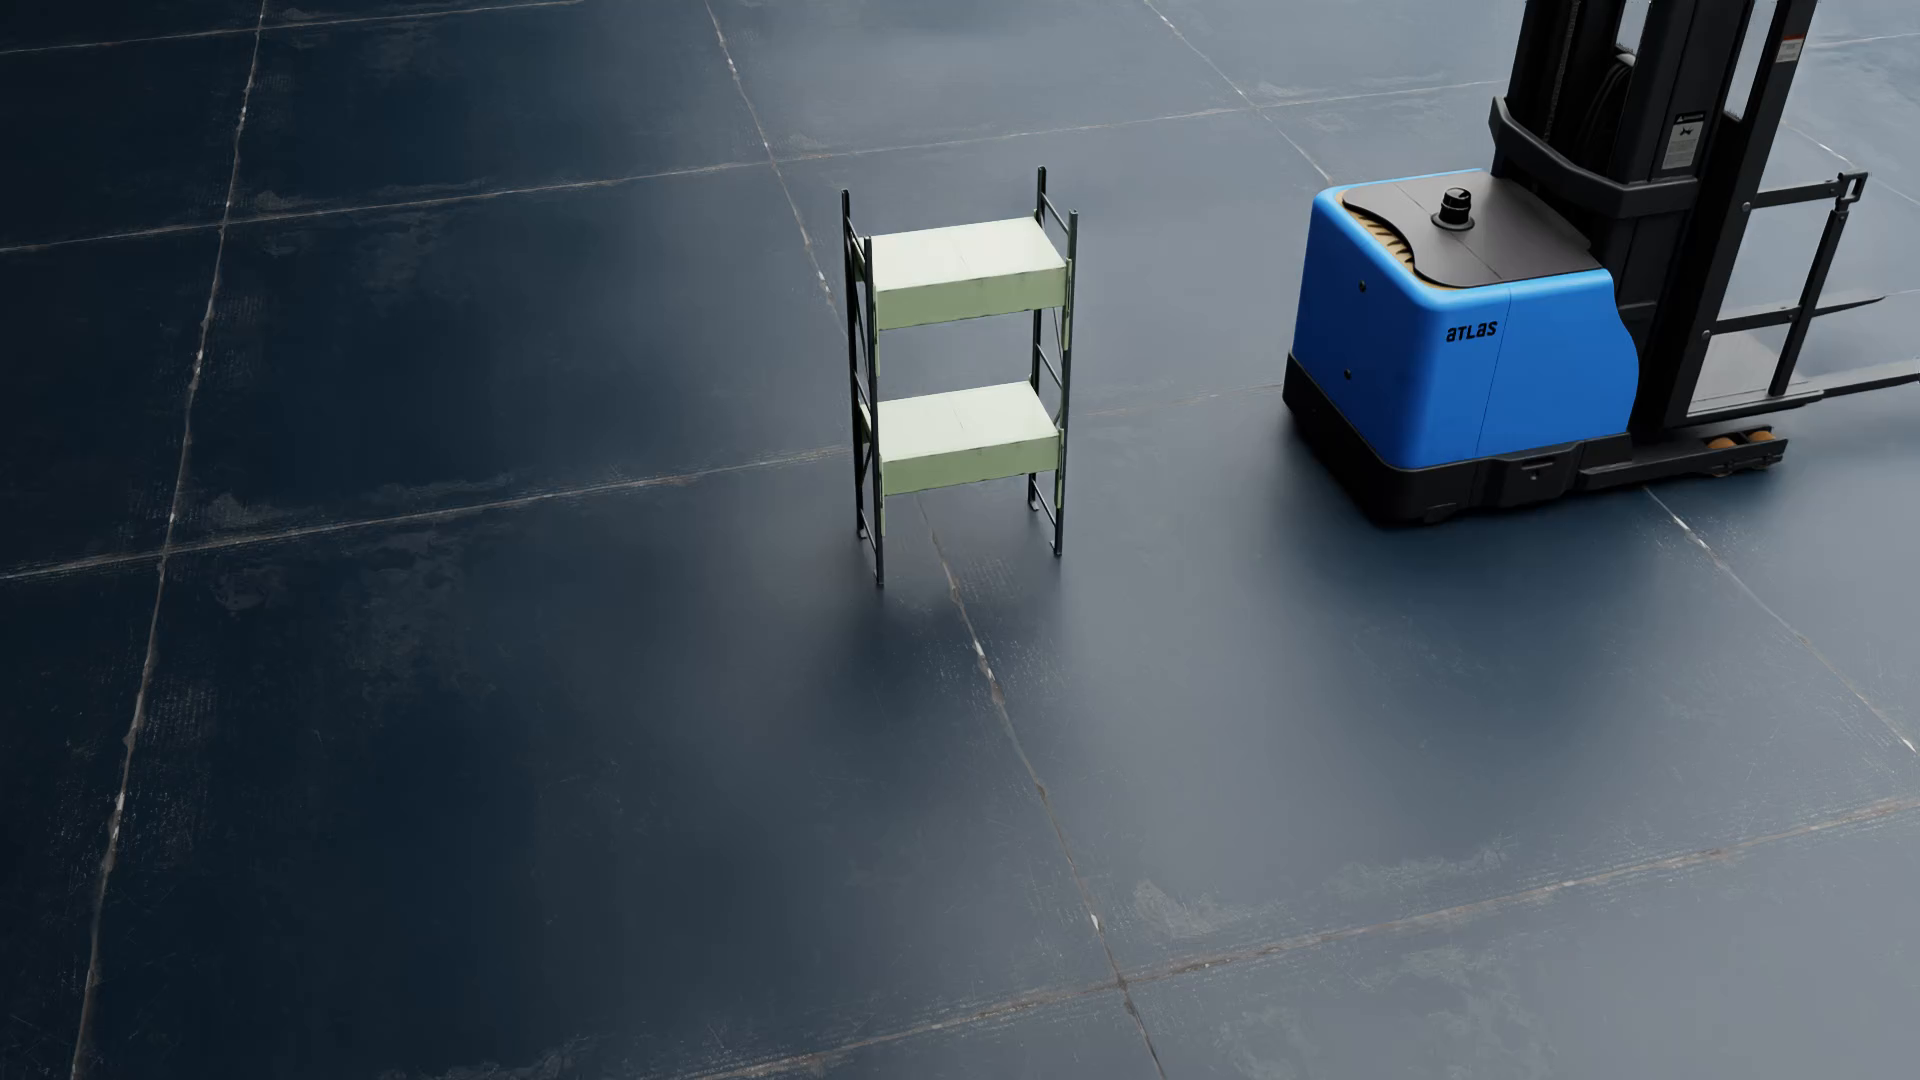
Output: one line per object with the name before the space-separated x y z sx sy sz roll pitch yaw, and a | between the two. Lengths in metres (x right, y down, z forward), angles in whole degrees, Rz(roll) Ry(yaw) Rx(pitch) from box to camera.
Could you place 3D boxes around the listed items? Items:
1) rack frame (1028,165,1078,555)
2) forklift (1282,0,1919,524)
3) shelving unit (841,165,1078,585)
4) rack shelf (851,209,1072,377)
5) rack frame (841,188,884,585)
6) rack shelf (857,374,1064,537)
rack frame | 0.347 -0.653 6.369 0.023 1.500 0.400 -9 38 -12
forklift | 3.022 -1.732 6.602 3.031 2.935 1.130 -10 39 -13
shelving unit | -0.006 -0.595 6.293 0.755 1.500 0.431 -9 38 -12
rack shelf | -0.006 -0.905 6.056 0.720 0.370 0.431 -9 38 -12
rack frame | -0.360 -0.537 6.217 0.023 1.500 0.400 -9 38 -12
rack shelf | -0.006 -0.336 6.491 0.720 0.370 0.431 -9 38 -12
